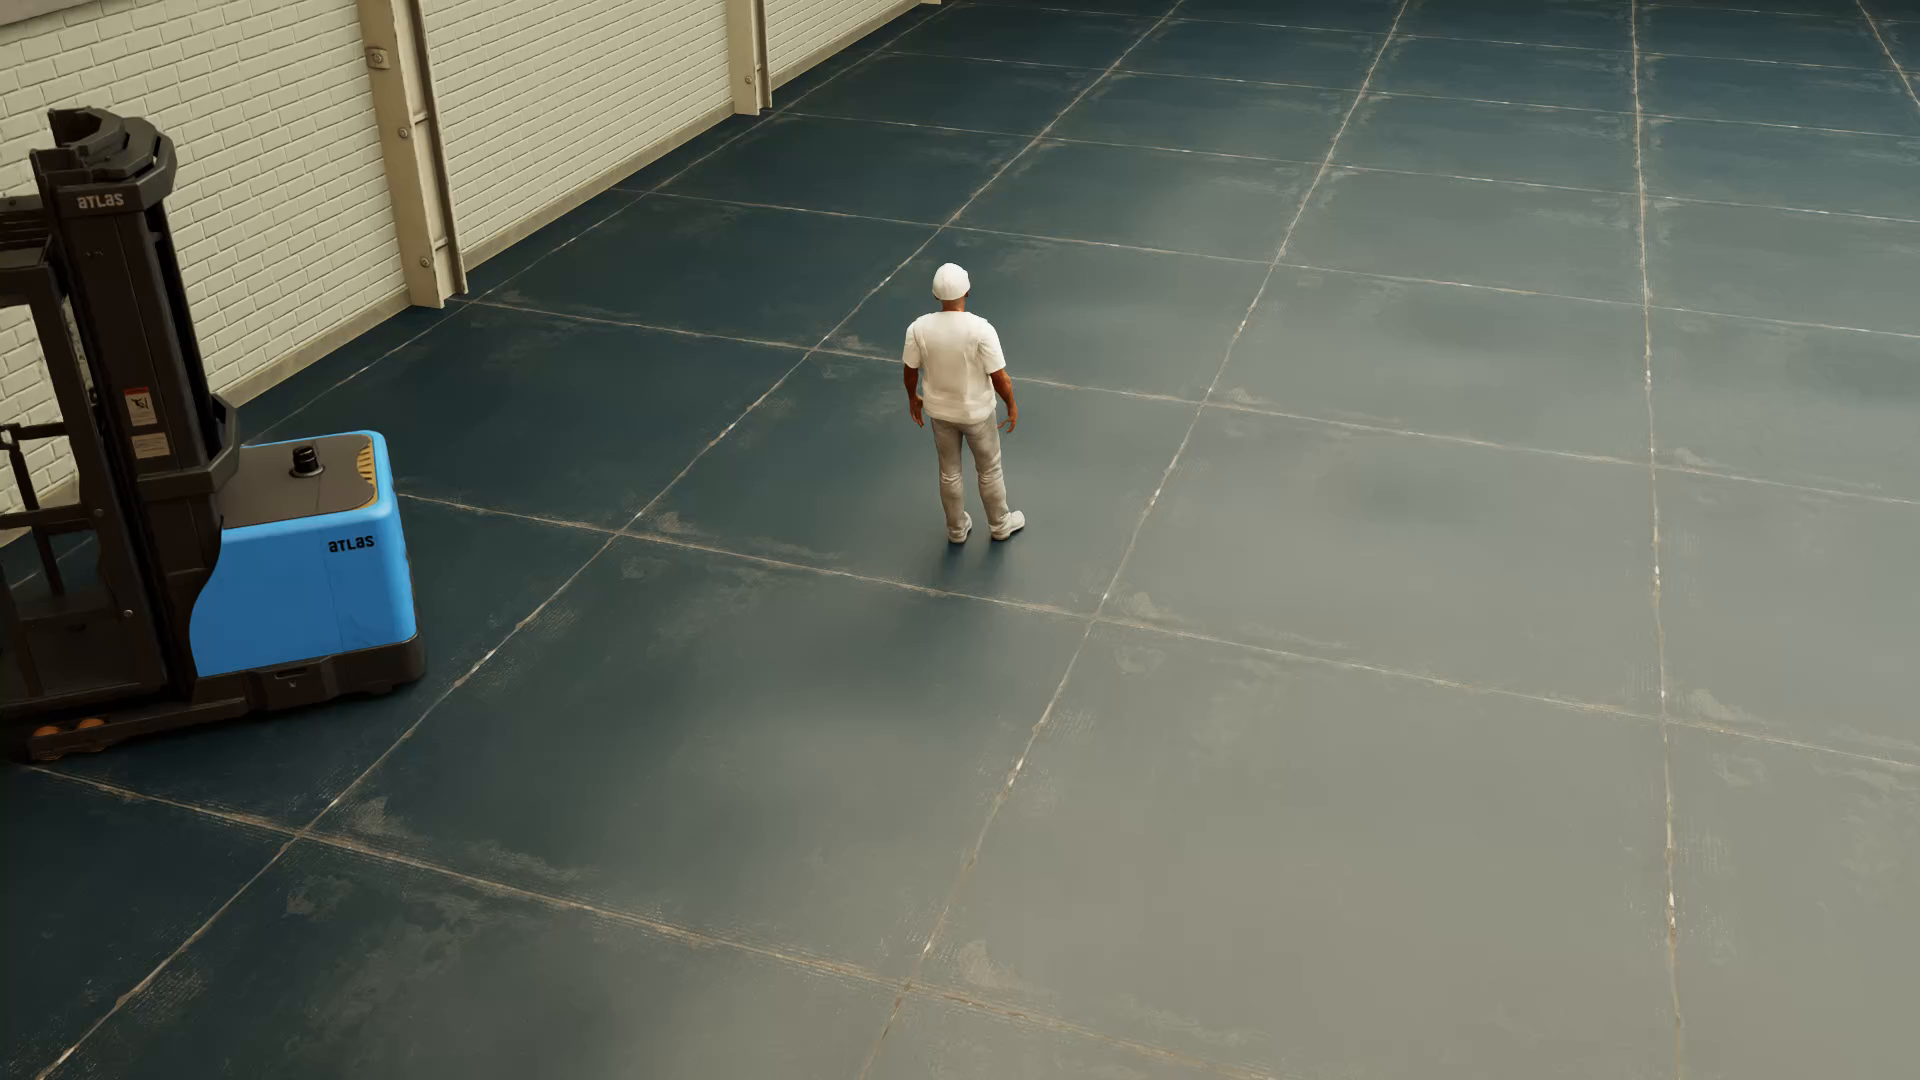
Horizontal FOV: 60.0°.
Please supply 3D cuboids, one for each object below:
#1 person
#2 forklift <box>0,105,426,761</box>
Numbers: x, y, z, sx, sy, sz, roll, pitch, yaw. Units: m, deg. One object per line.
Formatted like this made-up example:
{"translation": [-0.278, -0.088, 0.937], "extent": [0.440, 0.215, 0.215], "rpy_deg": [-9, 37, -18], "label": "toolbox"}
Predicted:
{"translation": [0.027, -0.805, 9.712], "extent": [0.666, 1.768, 0.575], "rpy_deg": [10, 31, 16], "label": "person"}
{"translation": [-4.382, -0.482, 7.983], "extent": [3.031, 2.935, 1.130], "rpy_deg": [-10, 31, -17], "label": "forklift"}
